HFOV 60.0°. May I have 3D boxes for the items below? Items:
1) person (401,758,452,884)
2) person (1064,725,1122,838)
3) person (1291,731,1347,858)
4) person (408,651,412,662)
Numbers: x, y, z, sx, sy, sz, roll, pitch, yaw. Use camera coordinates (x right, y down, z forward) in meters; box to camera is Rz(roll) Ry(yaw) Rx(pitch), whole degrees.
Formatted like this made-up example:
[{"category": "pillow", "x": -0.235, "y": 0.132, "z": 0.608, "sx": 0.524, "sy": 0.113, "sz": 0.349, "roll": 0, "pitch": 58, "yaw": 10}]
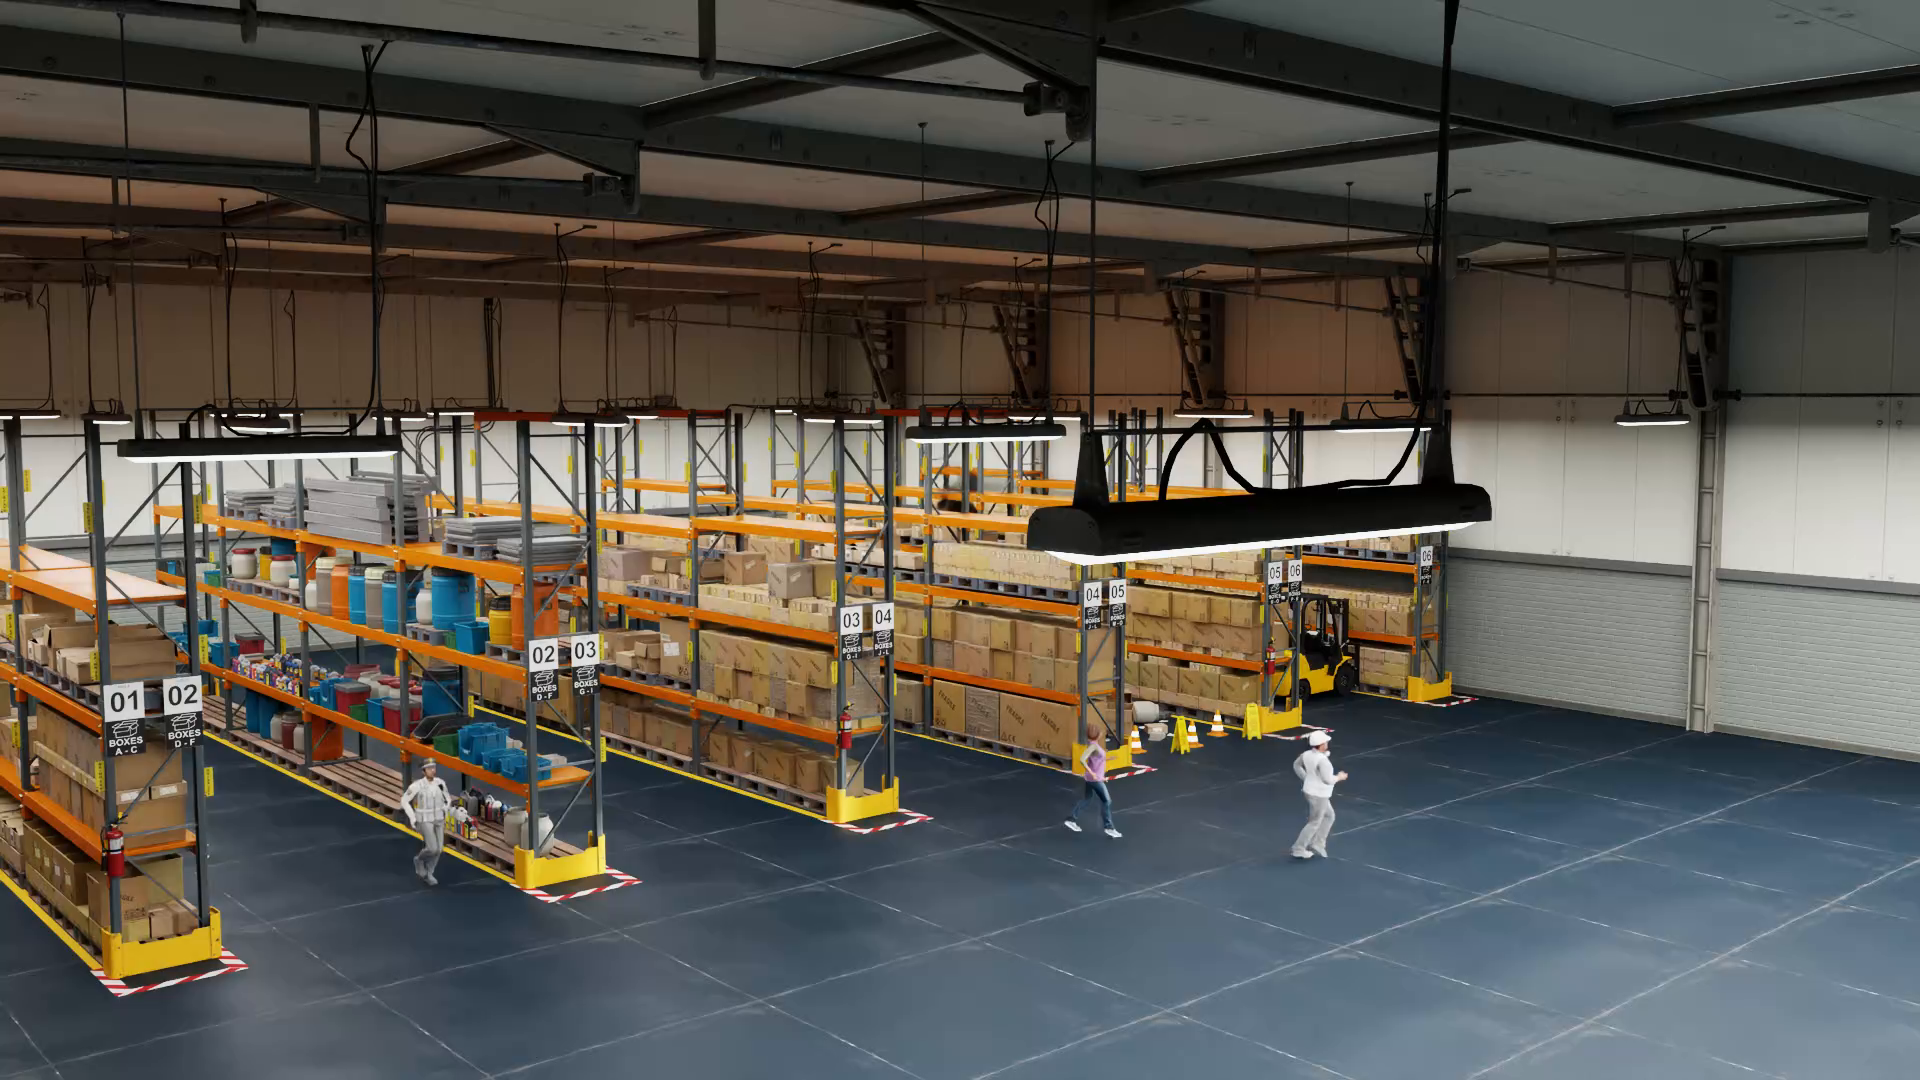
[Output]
[{"category": "person", "x": -6.802, "y": 3.628, "z": 21.416, "sx": 0.535, "sy": 1.654, "sz": 0.605, "roll": 5, "pitch": 7, "yaw": 44}, {"category": "person", "x": 1.898, "y": 3.436, "z": 23.685, "sx": 0.822, "sy": 1.615, "sz": 0.522, "roll": 0, "pitch": 5, "yaw": -4}, {"category": "person", "x": 4.858, "y": 3.481, "z": 22.539, "sx": 0.756, "sy": 1.820, "sz": 0.635, "roll": -1, "pitch": 5, "yaw": -9}, {"category": "person", "x": -12.364, "y": 2.173, "z": 38.056, "sx": 0.940, "sy": 1.665, "sz": 0.632, "roll": -2, "pitch": 5, "yaw": -20}]
